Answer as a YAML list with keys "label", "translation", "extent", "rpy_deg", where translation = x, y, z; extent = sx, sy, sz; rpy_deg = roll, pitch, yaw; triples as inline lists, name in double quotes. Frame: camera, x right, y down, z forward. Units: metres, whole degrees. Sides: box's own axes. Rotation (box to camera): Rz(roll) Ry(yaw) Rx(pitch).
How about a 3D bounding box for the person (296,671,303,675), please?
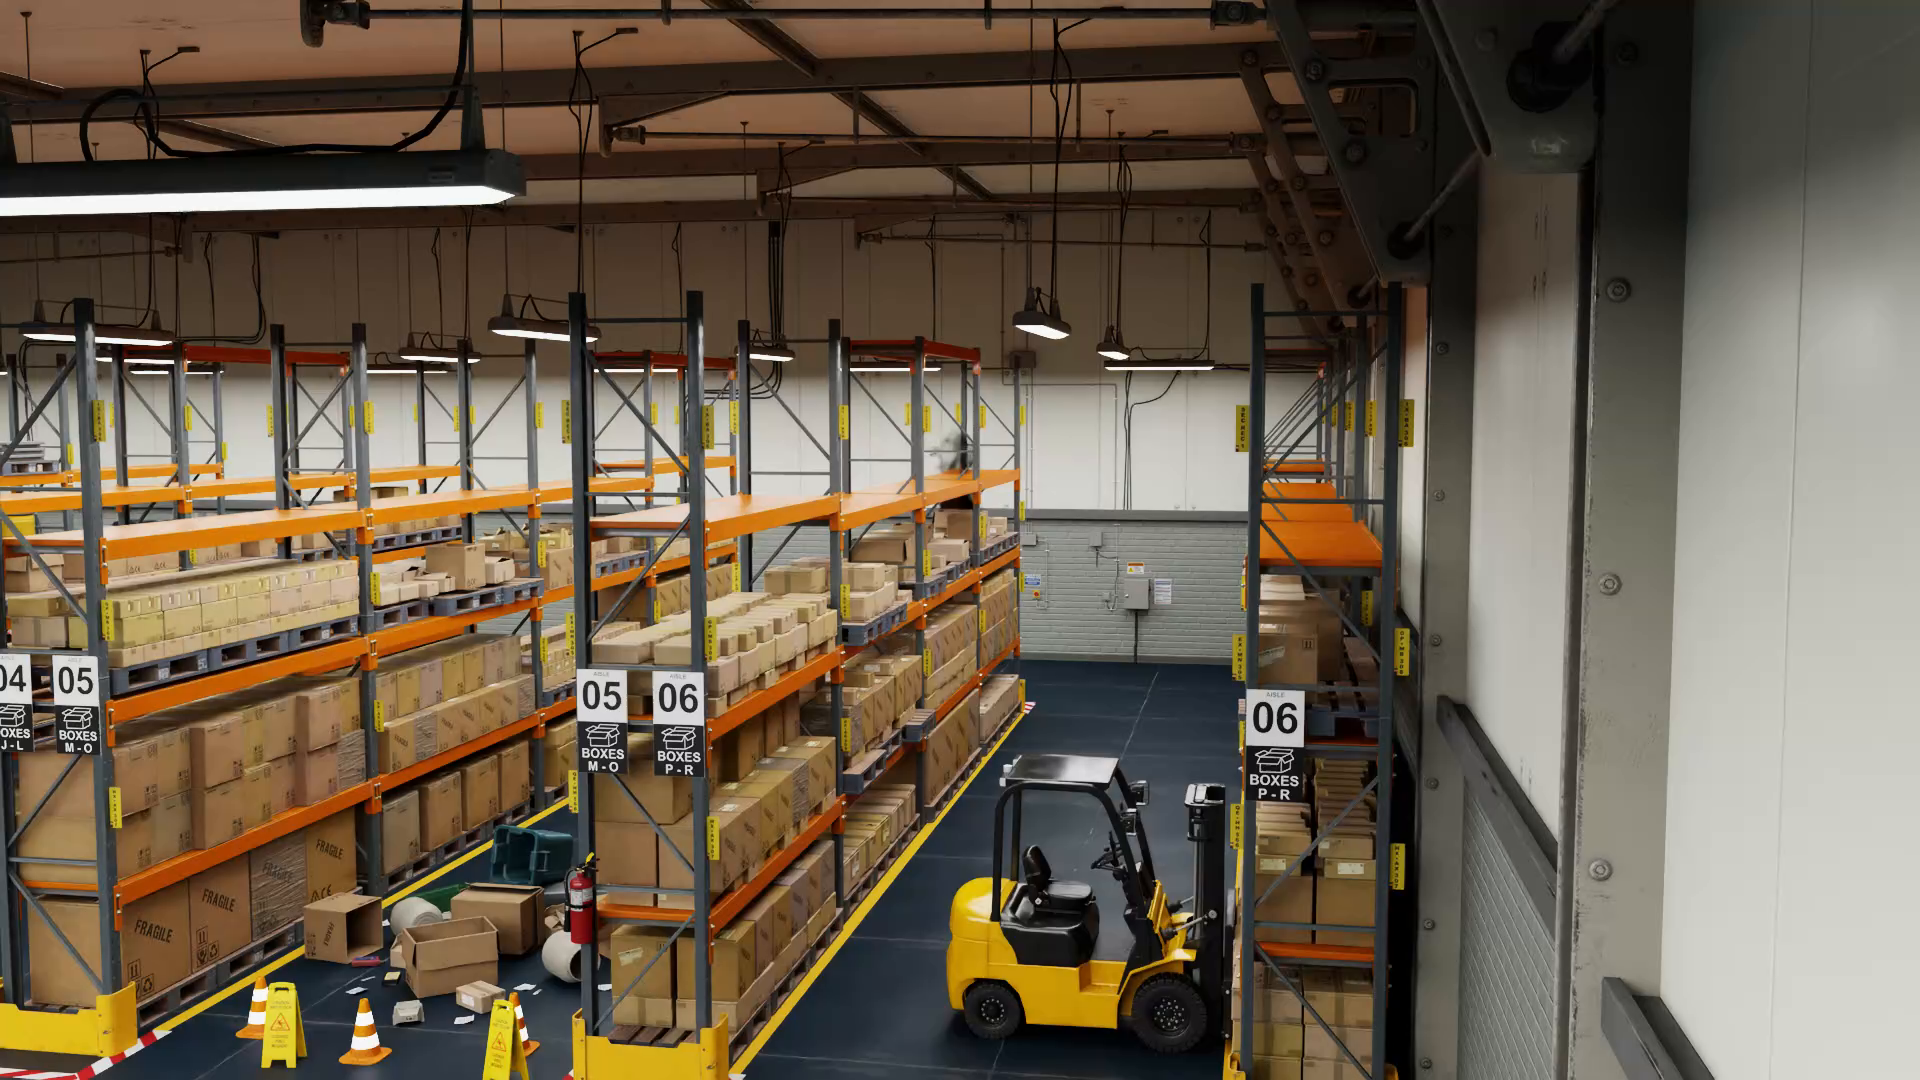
- label: "person"
  translation: [-8.975, 2.493, 22.507]
  extent: [0.691, 1.720, 0.583]
  rpy_deg: [1, 5, 6]
